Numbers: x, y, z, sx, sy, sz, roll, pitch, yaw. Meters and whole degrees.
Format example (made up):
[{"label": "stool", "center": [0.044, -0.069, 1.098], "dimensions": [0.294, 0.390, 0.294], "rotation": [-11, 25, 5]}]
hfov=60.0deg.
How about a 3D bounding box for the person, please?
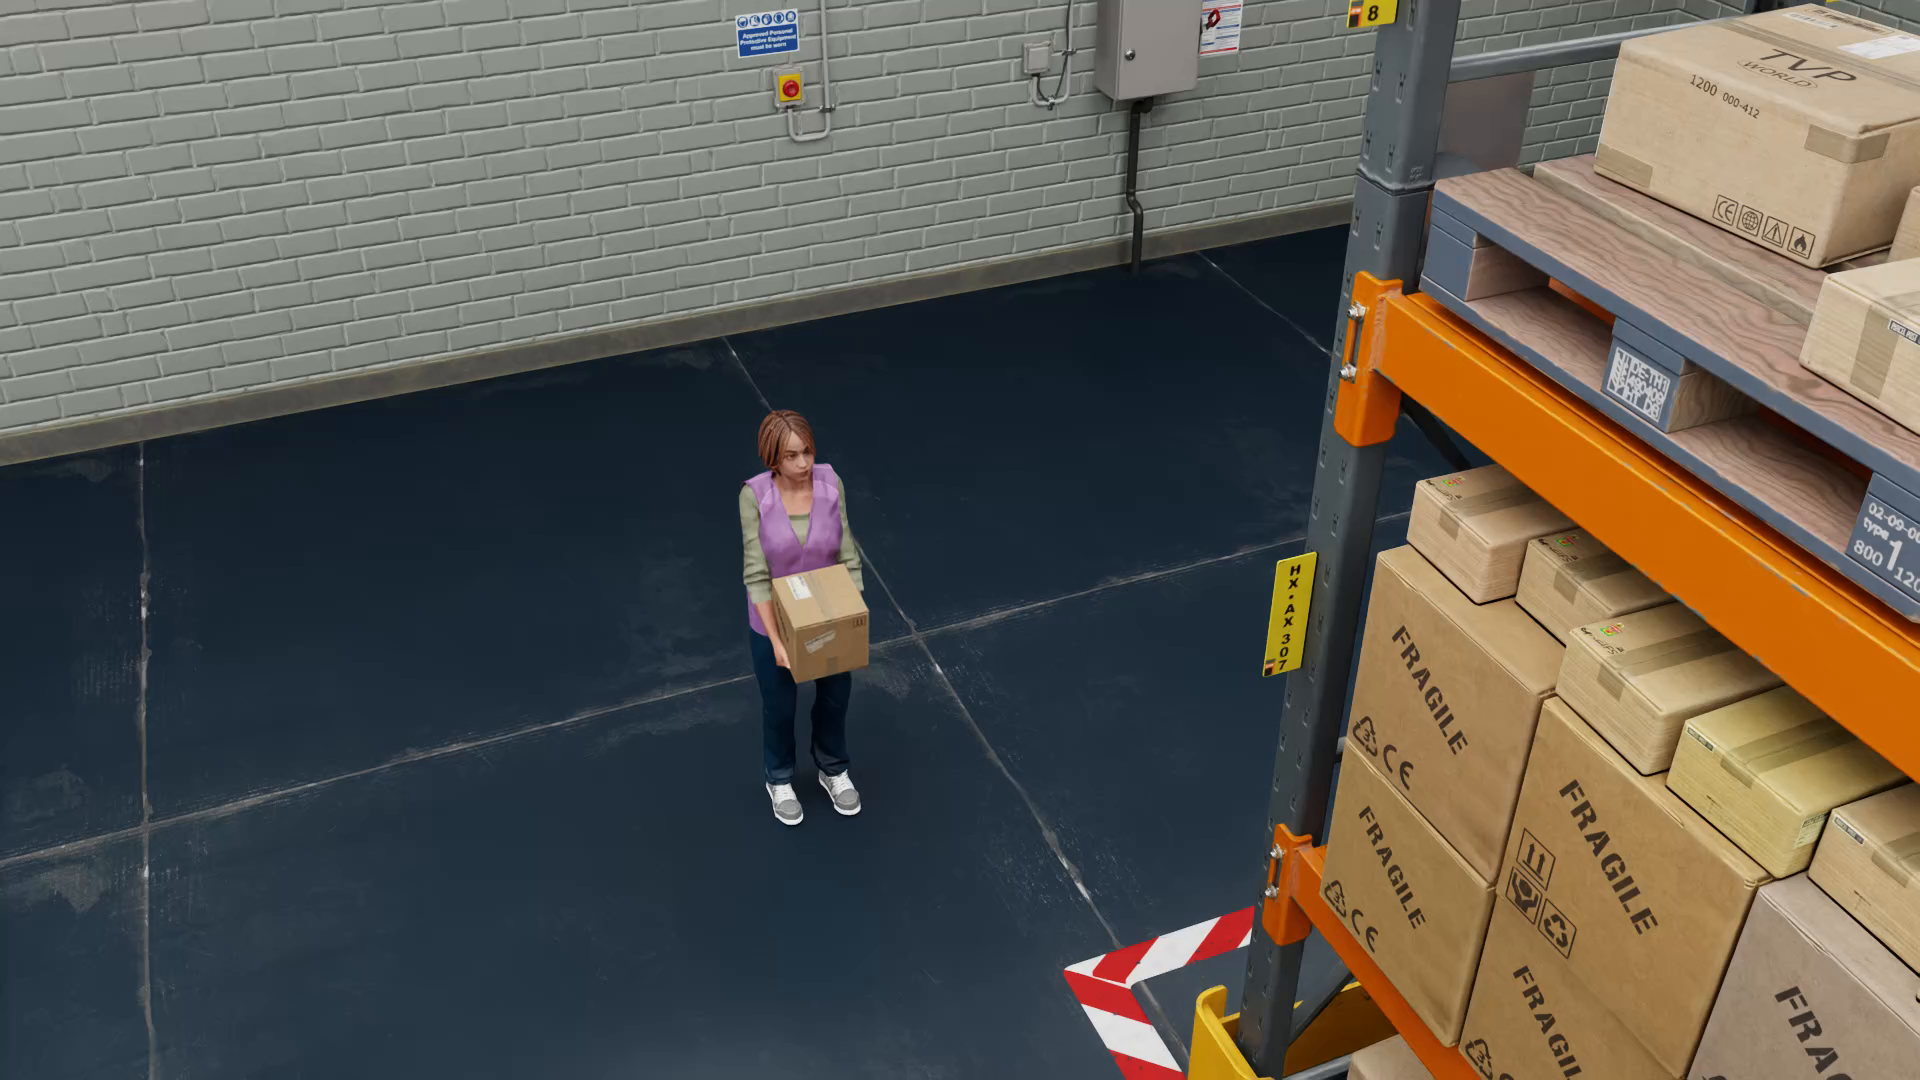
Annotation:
[{"label": "person", "center": [-0.522, 0.321, 5.679], "dimensions": [0.404, 1.592, 0.494], "rotation": [-12, 36, -18]}]
